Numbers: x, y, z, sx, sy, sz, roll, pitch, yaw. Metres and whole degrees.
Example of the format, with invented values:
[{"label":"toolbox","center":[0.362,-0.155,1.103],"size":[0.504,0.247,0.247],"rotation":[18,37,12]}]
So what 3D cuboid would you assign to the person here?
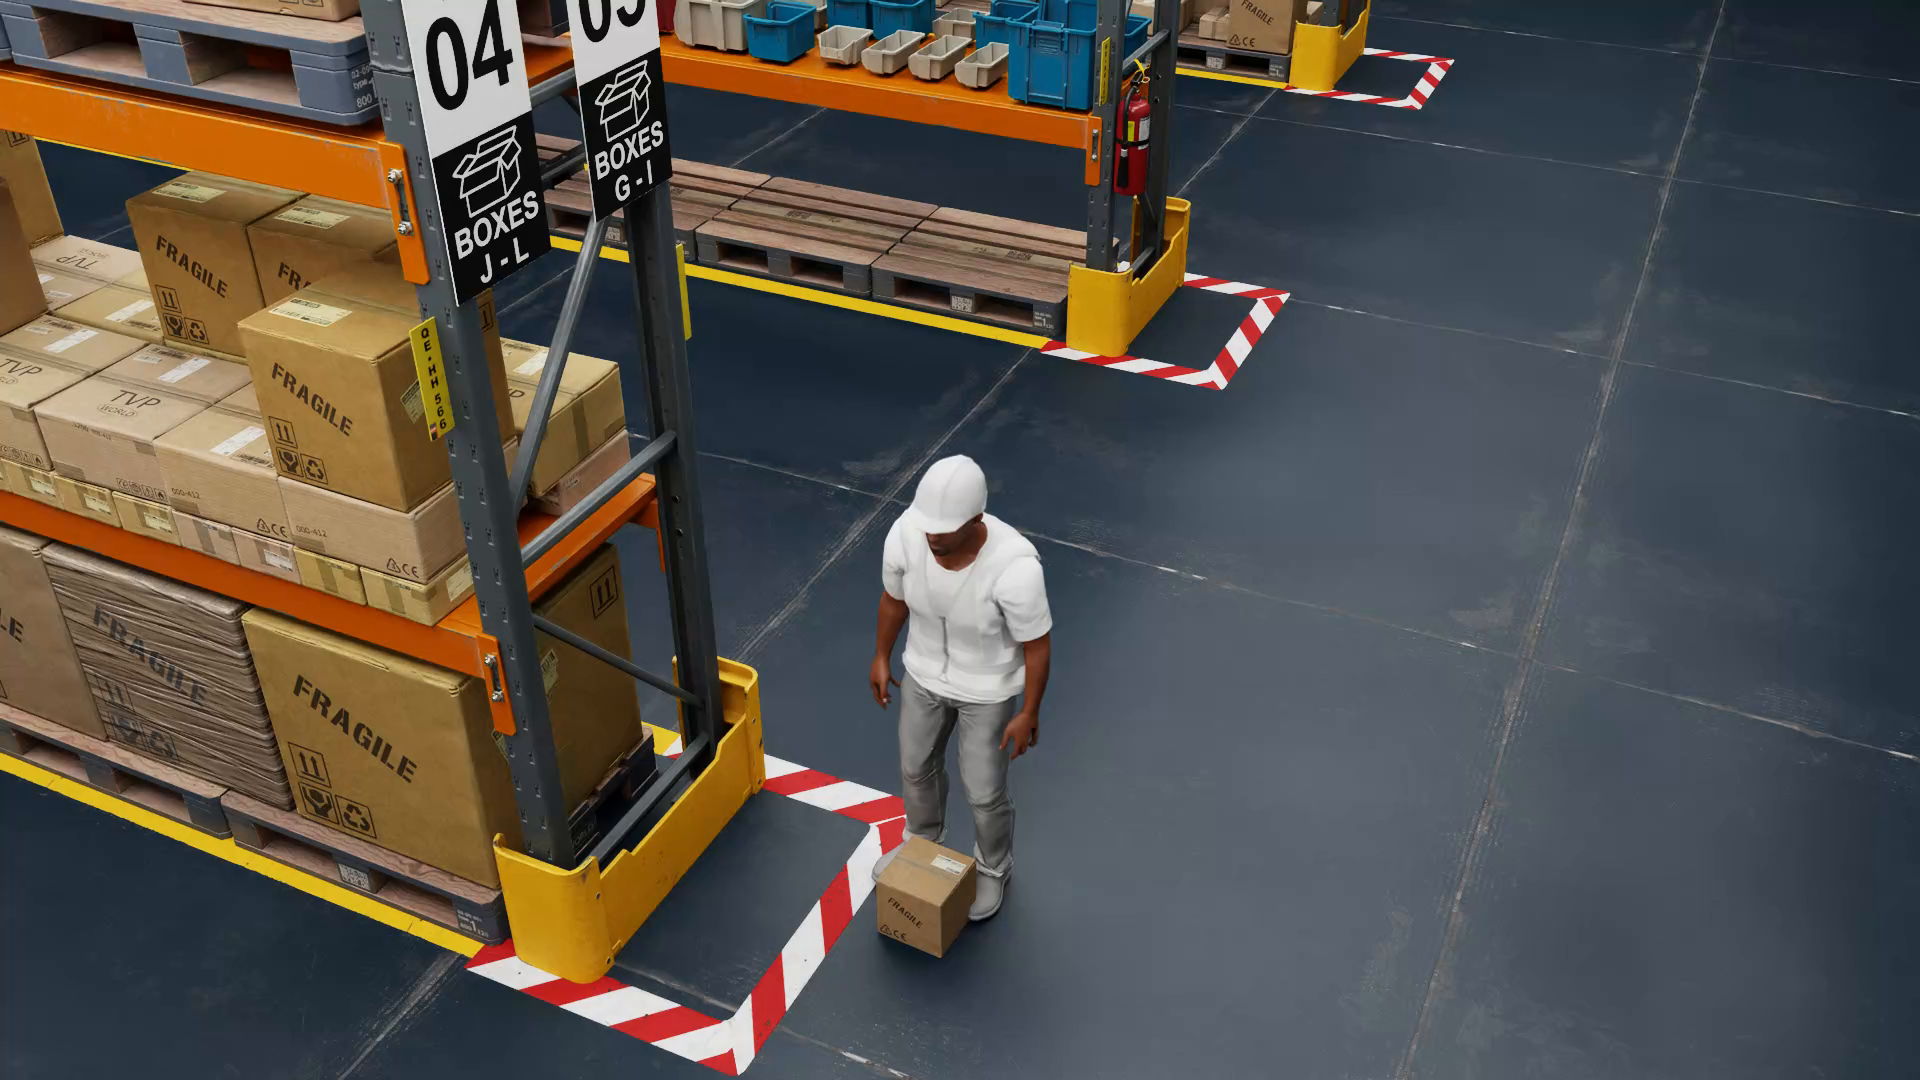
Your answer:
[{"label":"person","center":[-0.011,0.469,5.415],"size":[0.627,1.761,0.456],"rotation":[18,38,25]}]
